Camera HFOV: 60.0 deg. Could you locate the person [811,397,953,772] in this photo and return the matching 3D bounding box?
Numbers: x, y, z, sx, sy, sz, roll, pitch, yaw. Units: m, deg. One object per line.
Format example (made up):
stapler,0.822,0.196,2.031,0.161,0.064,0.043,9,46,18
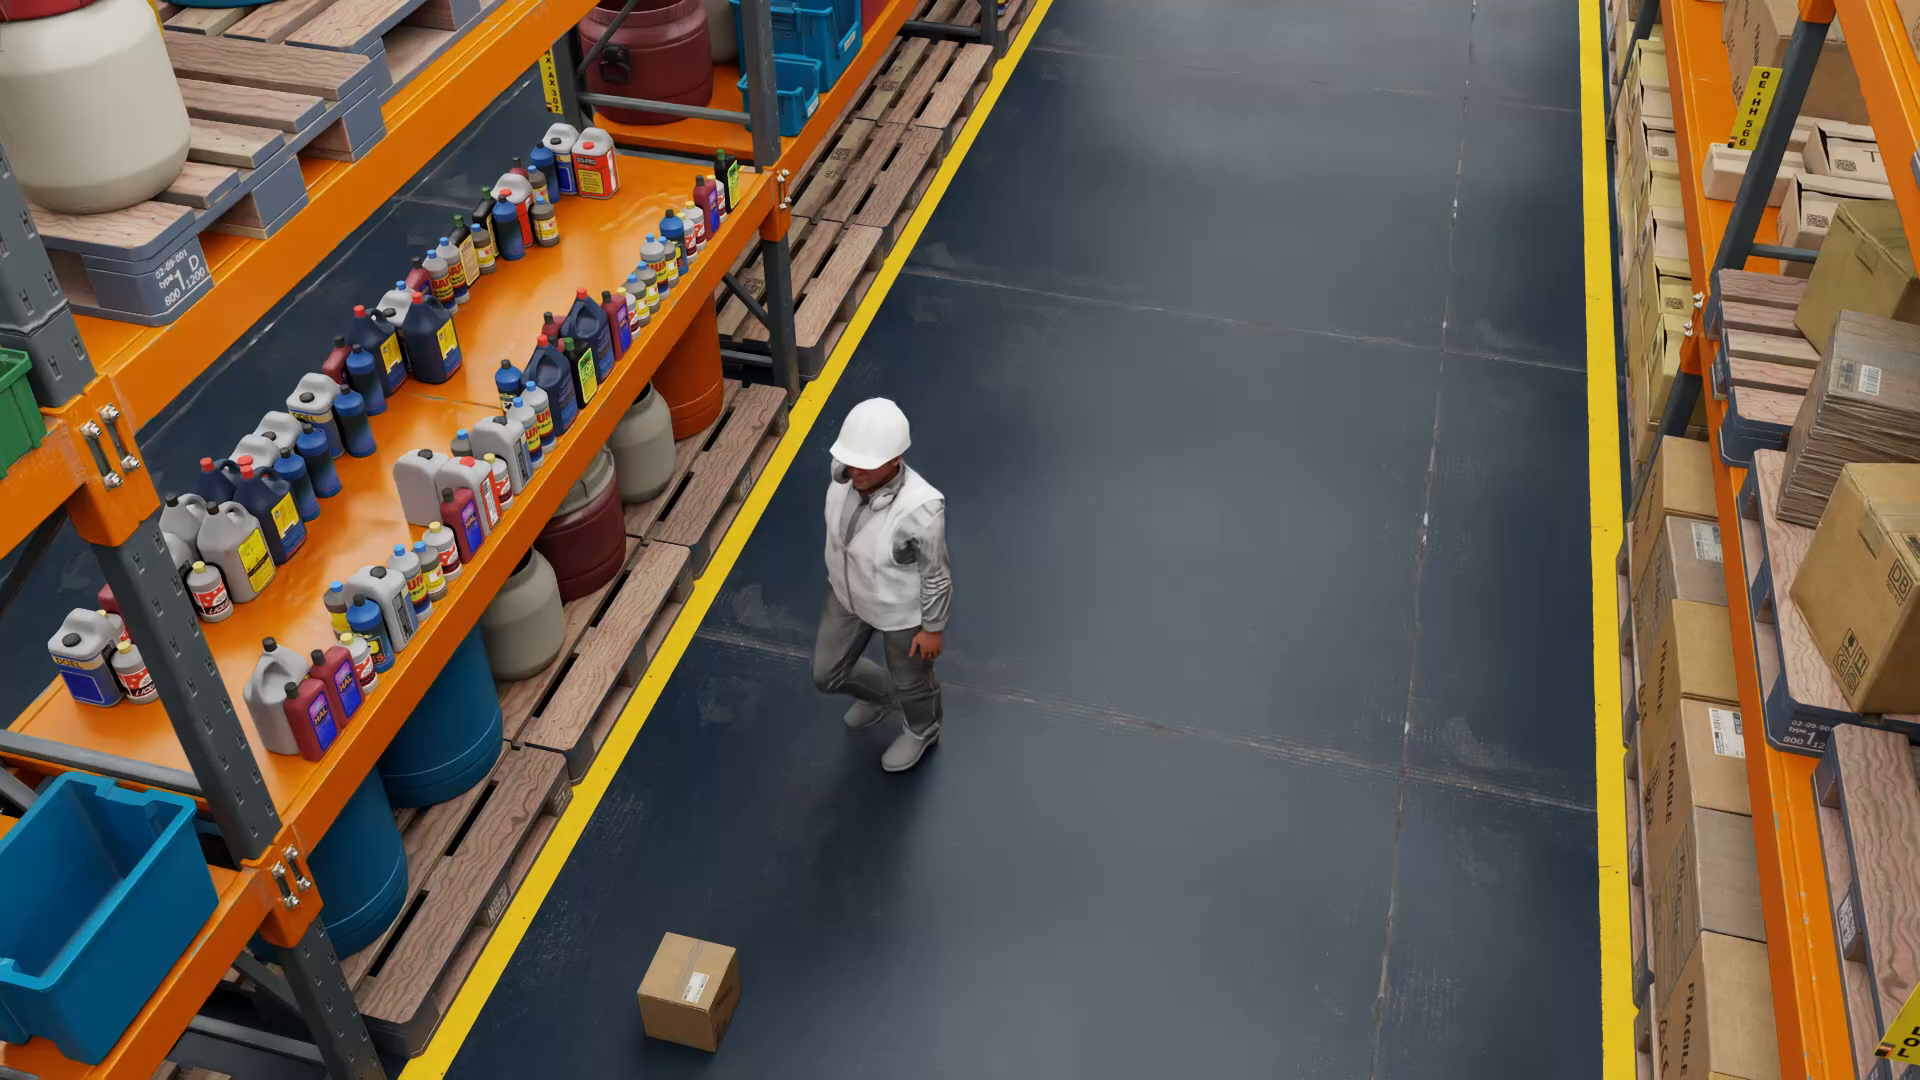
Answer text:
person,-0.246,0.192,5.892,0.567,1.759,0.488,30,49,30
